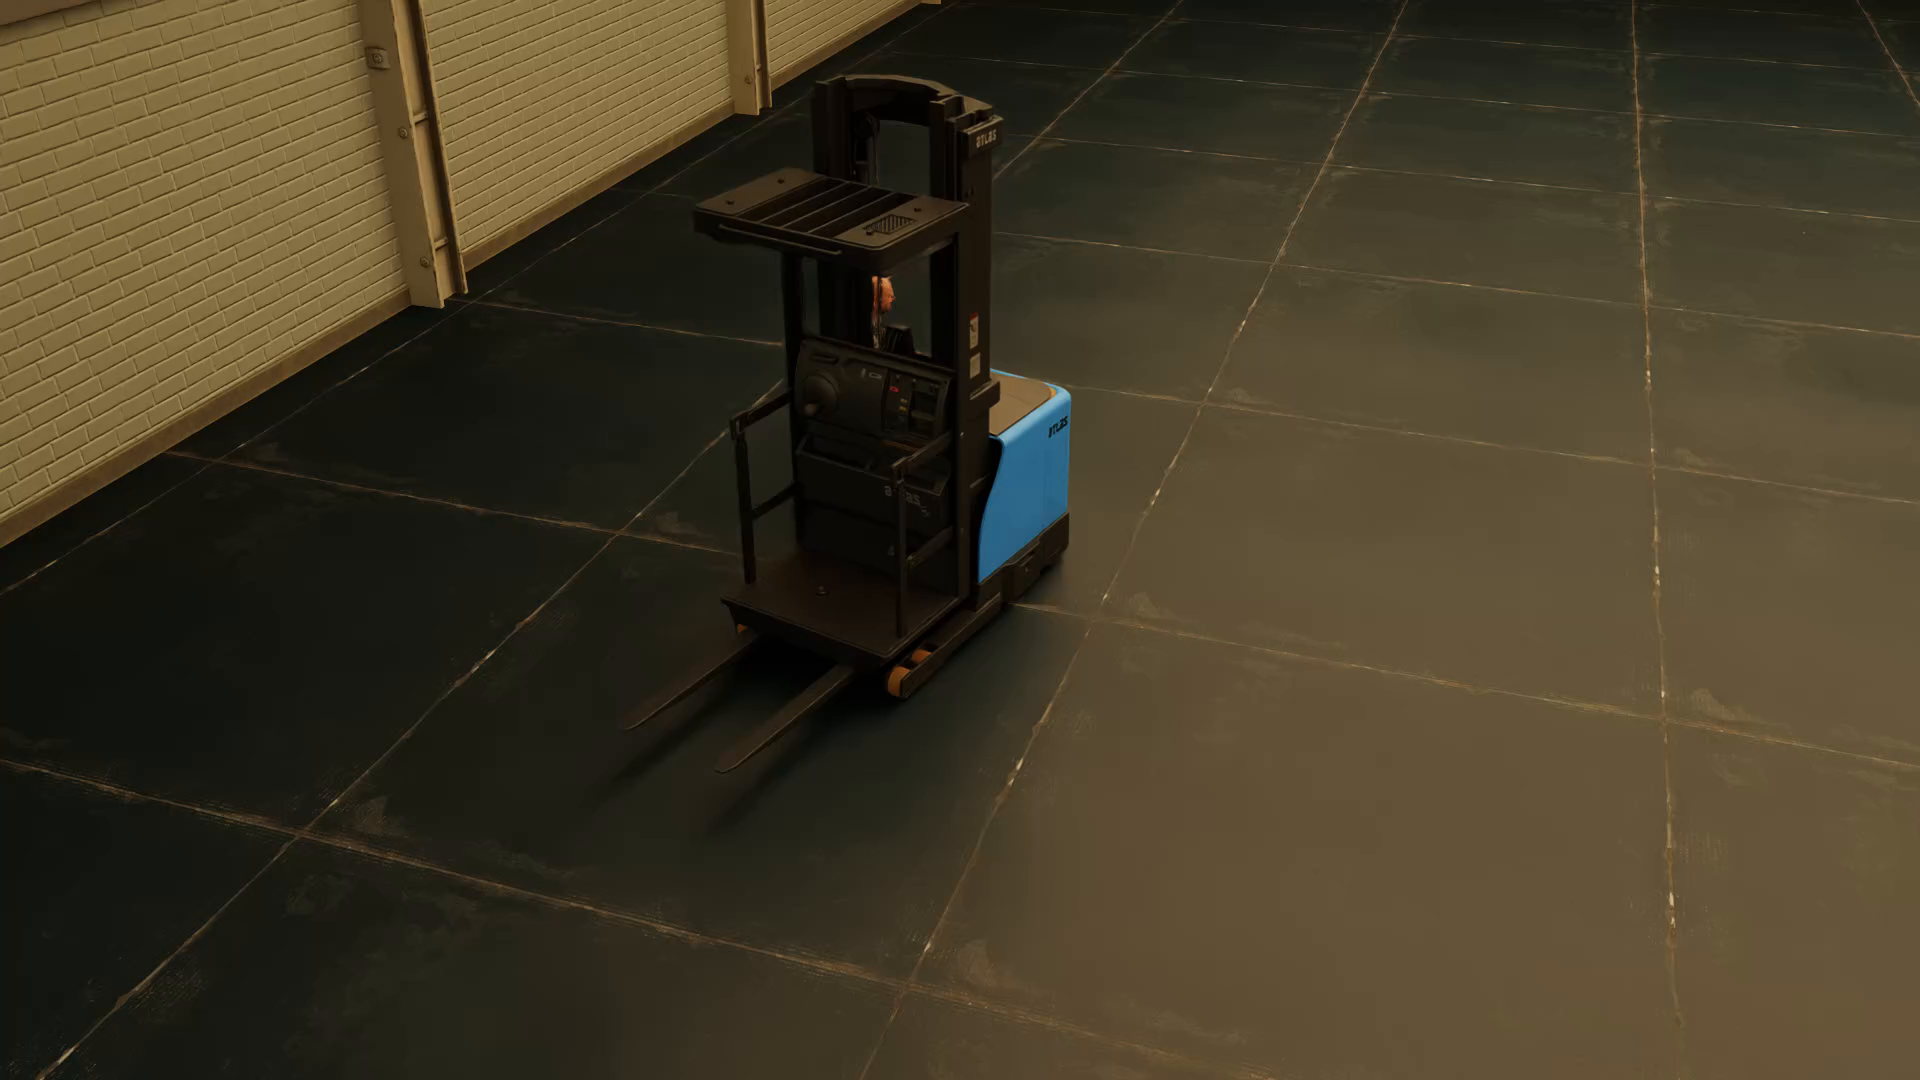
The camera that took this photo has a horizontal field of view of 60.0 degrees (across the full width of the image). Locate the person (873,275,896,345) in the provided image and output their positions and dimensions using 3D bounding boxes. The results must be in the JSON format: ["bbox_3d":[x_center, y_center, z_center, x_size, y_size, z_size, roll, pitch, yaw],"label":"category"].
[{"bbox_3d":[-0.341,-0.923,10.289,0.899,1.520,0.785,-4,30,-8],"label":"person"}]

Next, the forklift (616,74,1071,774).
[{"bbox_3d":[-0.570,-0.714,8.389,1.130,2.935,3.031,18,34,28],"label":"forklift"}]
